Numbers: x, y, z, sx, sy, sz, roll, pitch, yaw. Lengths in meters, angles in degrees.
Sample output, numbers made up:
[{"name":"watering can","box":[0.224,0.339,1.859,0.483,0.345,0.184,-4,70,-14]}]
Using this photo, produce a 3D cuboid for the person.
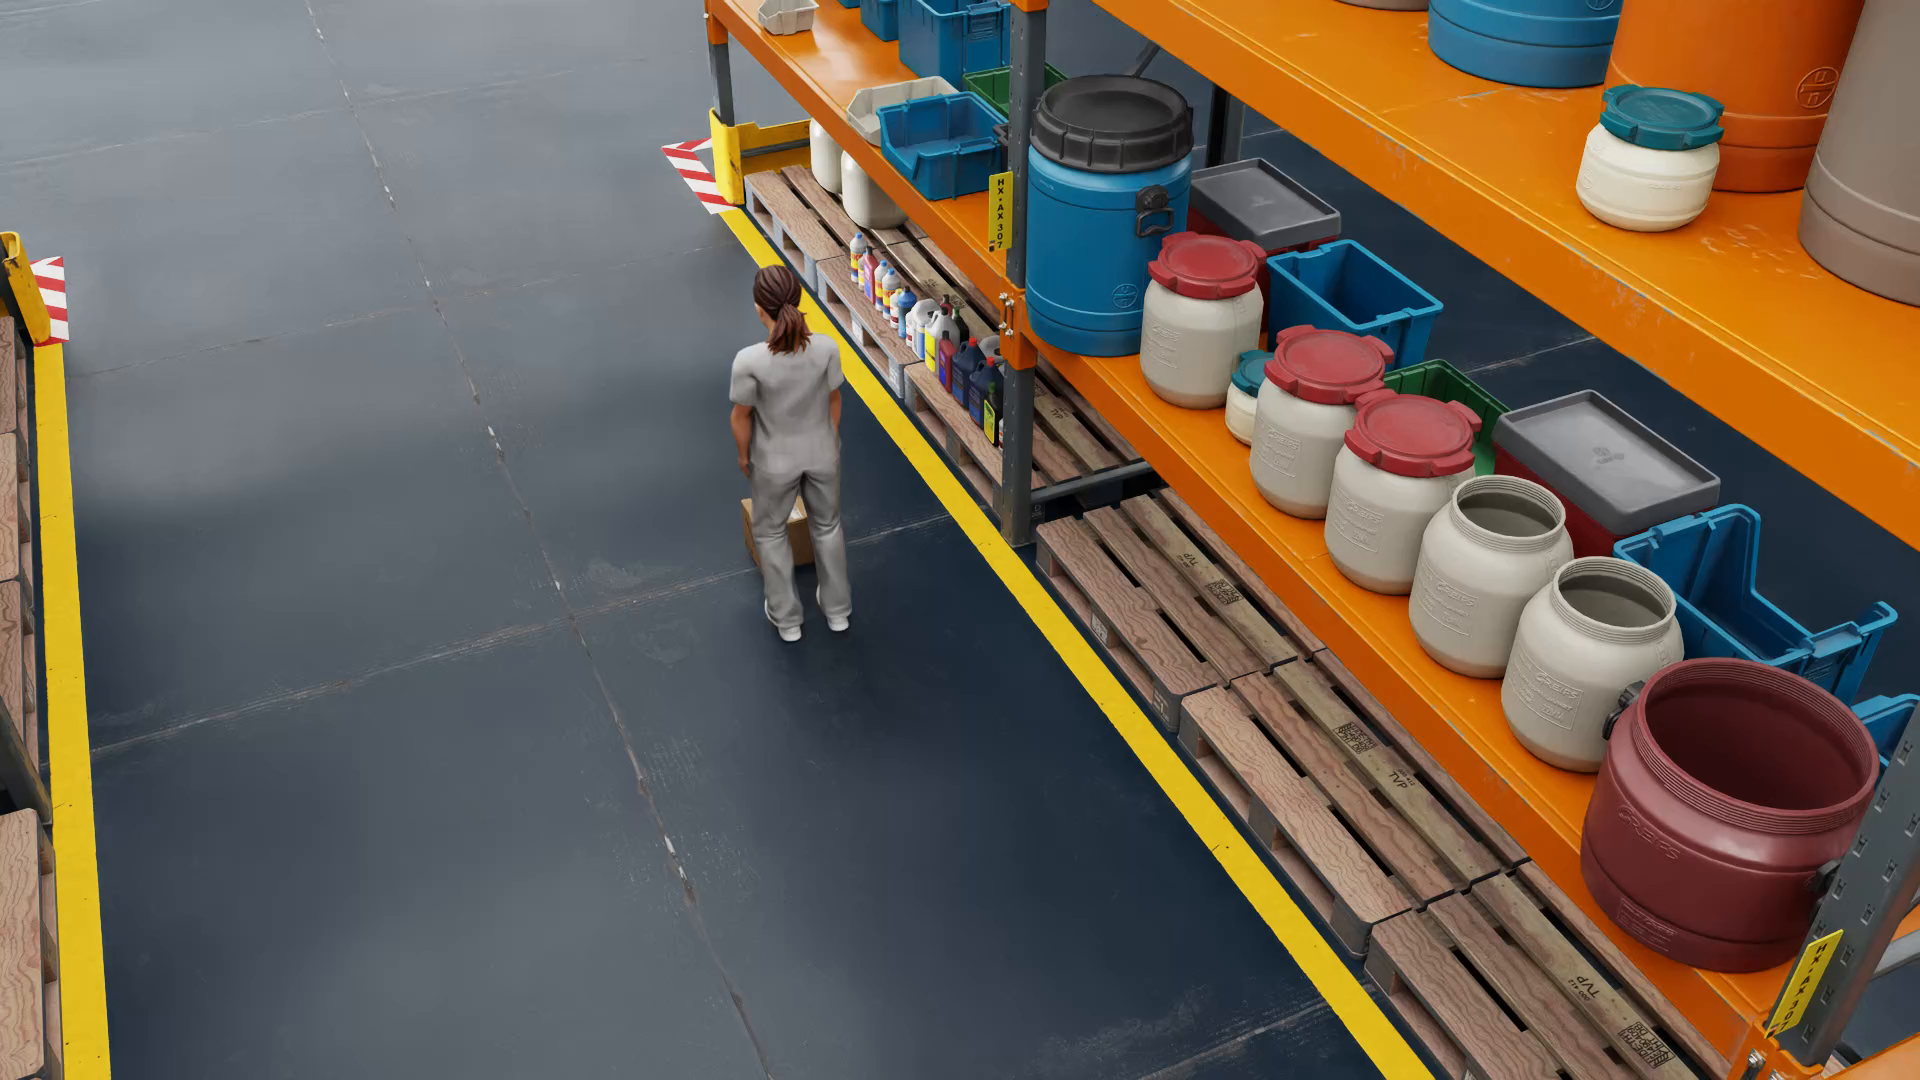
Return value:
[{"name":"person","box":[-0.666,-0.314,6.577,0.447,1.665,0.354,-12,39,-15]}]
